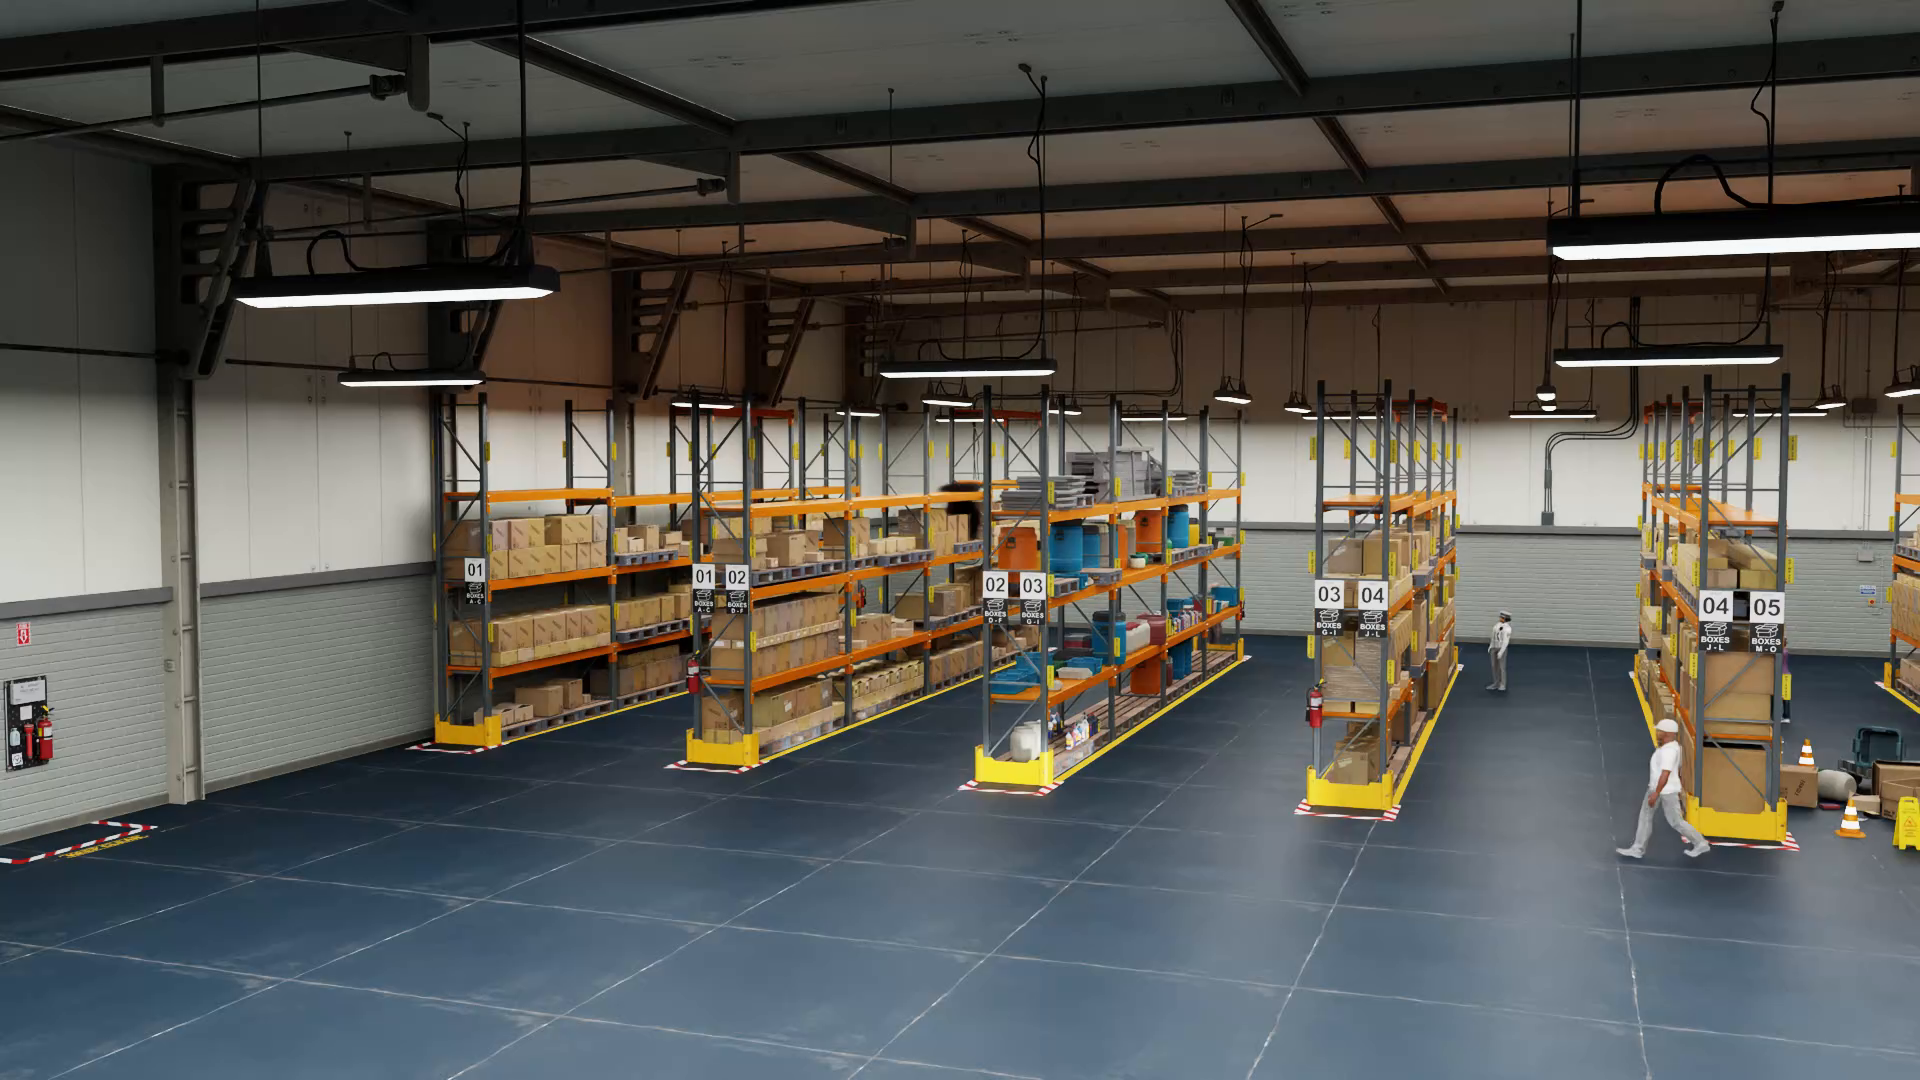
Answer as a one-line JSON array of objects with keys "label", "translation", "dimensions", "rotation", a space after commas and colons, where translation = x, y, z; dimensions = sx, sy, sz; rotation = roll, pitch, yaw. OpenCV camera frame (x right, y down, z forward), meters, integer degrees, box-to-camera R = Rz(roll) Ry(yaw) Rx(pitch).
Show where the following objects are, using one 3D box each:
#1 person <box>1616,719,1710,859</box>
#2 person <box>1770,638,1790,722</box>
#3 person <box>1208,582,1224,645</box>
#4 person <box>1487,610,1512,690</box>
[{"label": "person", "translation": [8.615, 3.057, 20.308], "dimensions": [1.012, 1.737, 0.513], "rotation": [0, 3, -3]}, {"label": "person", "translation": [15.144, 2.566, 30.808], "dimensions": [0.452, 1.586, 0.590], "rotation": [-1, 3, -23]}, {"label": "person", "translation": [6.397, 1.938, 41.726], "dimensions": [0.547, 1.736, 0.533], "rotation": [1, 3, 17]}, {"label": "person", "translation": [11.286, 2.310, 34.877], "dimensions": [0.394, 1.681, 0.580], "rotation": [-2, 3, -27]}]
